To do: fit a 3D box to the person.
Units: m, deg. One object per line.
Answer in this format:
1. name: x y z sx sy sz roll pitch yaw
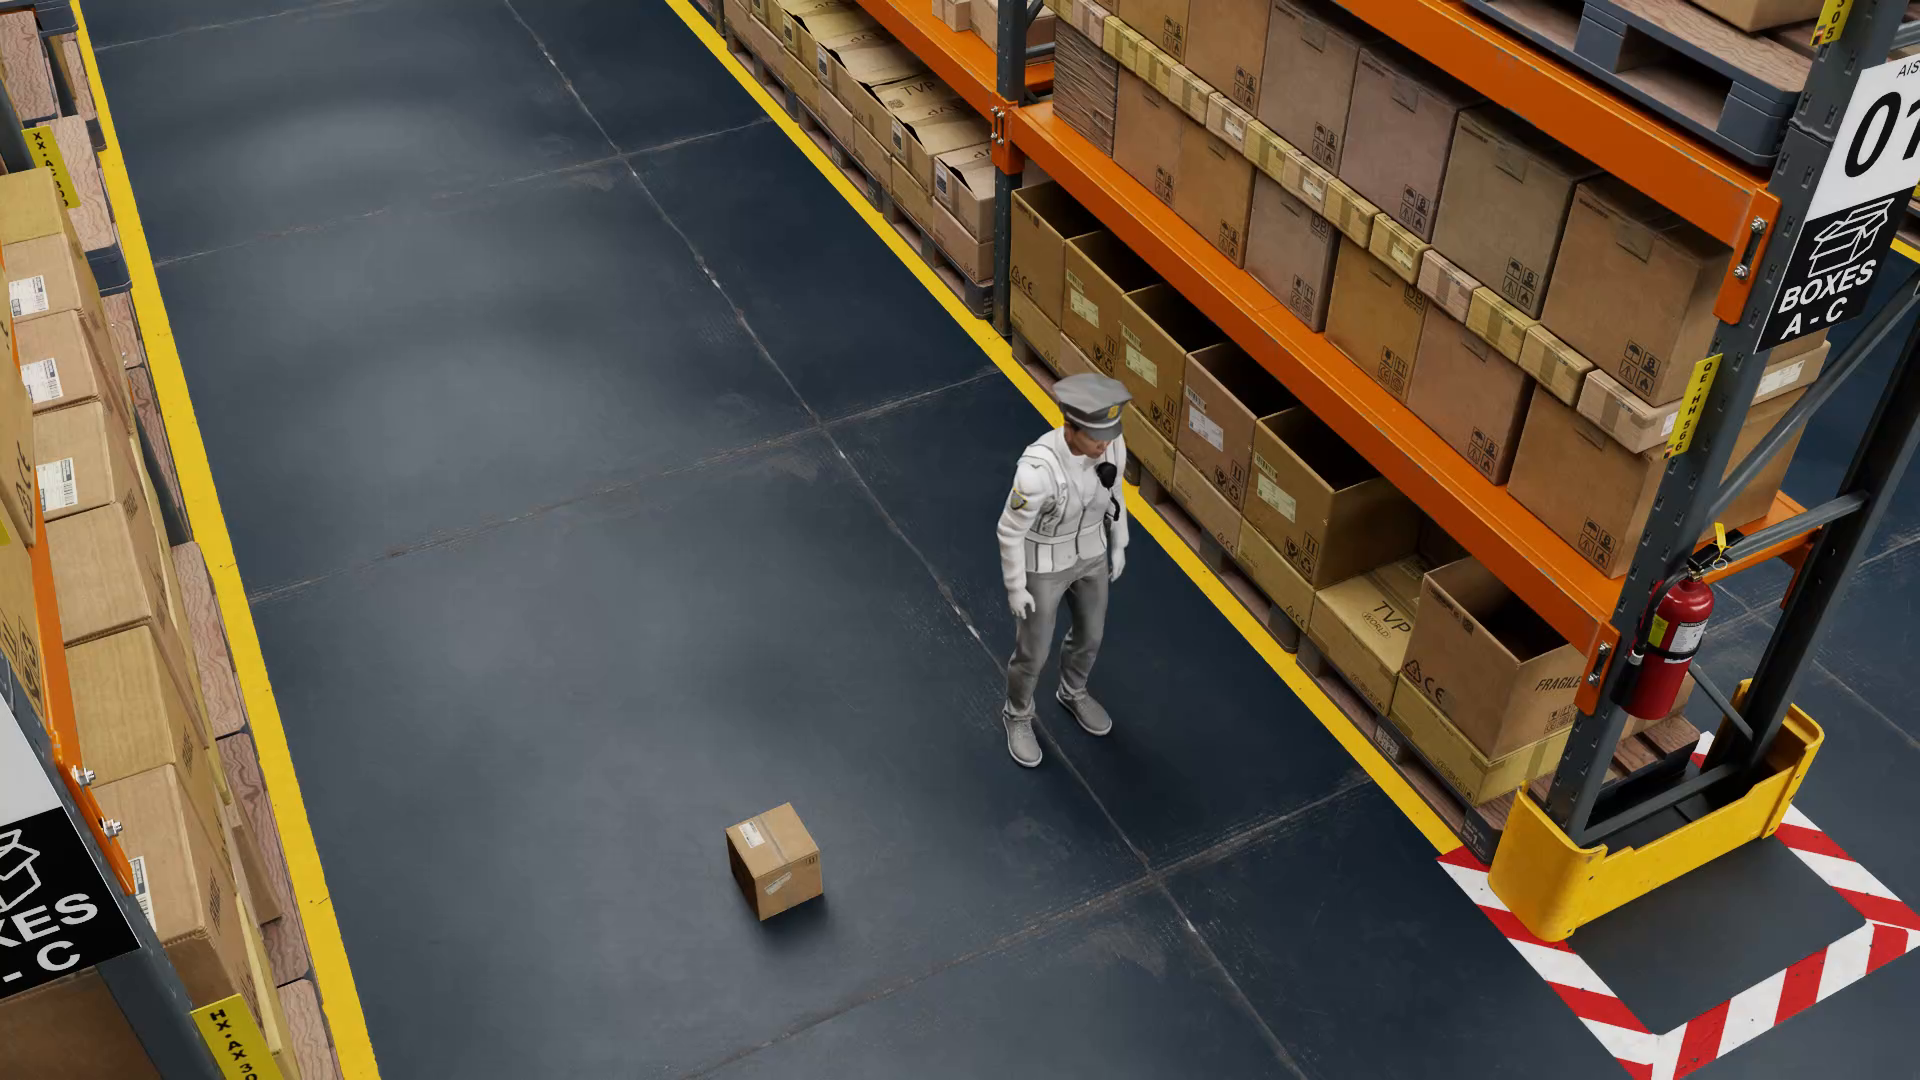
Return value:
1. person: 0.384 0.091 6.054 0.532 1.663 0.375 -22 46 -23
